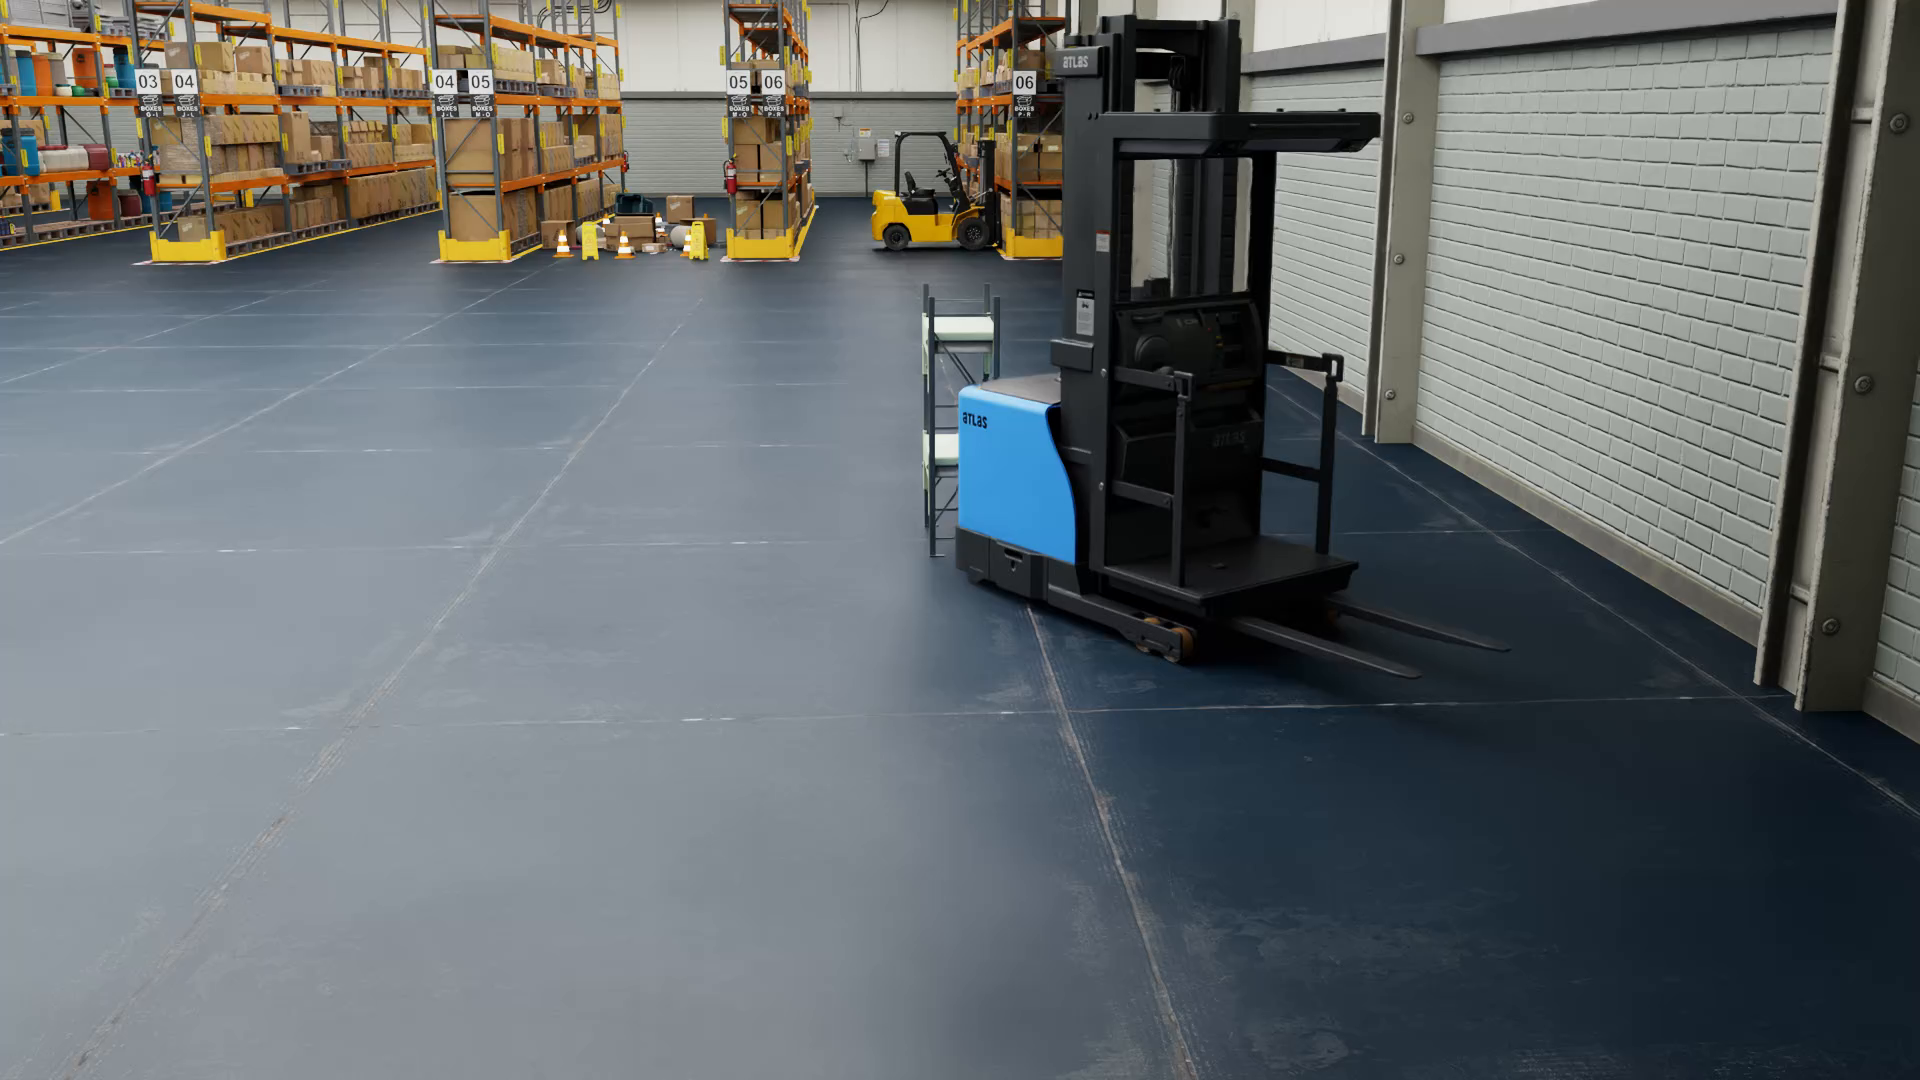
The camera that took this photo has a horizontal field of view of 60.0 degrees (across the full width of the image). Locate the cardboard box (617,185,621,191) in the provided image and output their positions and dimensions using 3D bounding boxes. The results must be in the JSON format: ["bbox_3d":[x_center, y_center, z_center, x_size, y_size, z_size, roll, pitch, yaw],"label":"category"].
[{"bbox_3d":[-9.076,-9.205,43.467,0.380,0.149,0.250,-1,14,-5],"label":"cardboard box"}]

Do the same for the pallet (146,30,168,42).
[{"bbox_3d":[-19.033,-11.640,38.389,1.003,0.211,1.213,-1,14,-3],"label":"pallet"}]

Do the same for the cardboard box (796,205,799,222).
[{"bbox_3d":[-3.913,-6.878,35.168,0.950,0.372,0.625,0,14,-2],"label":"cardboard box"}]

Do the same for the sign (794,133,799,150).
[{"bbox_3d":[-3.244,-7.894,32.952,0.100,0.325,0.005,-1,14,-3],"label":"sign"}]

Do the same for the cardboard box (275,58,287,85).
[{"bbox_3d":[-13.606,-9.136,32.446,0.797,0.503,0.637,-2,15,-6],"label":"cardboard box"}]

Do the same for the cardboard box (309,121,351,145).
[{"bbox_3d":[-13.953,-9.023,36.862,0.797,0.503,0.637,0,14,-2],"label":"cardboard box"}]

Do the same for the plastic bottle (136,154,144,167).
[{"bbox_3d":[-18.657,-8.628,37.788,0.152,0.276,0.135,-1,14,-3],"label":"plastic bottle"}]

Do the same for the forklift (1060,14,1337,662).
[{"bbox_3d":[1.250,-0.982,7.960,1.121,2.935,3.031,-10,18,-35],"label":"forklift"}]

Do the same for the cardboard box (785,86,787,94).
[{"bbox_3d":[-3.234,-7.889,29.151,0.380,0.149,0.250,-1,14,-3],"label":"cardboard box"}]

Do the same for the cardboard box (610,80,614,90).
[{"bbox_3d":[-9.118,-11.605,42.387,0.500,0.250,0.500,-1,14,-3],"label":"cardboard box"}]

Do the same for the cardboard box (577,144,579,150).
[{"bbox_3d":[-8.851,-8.904,37.676,0.380,0.149,0.250,-1,14,-3],"label":"cardboard box"}]

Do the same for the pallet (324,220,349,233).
[{"bbox_3d":[-13.877,-6.762,35.884,1.003,0.211,1.213,-1,14,-3],"label":"pallet"}]

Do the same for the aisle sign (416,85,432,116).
[{"bbox_3d":[-14.124,-11.578,43.788,0.394,0.787,0.004,-1,14,-3],"label":"aisle sign"}]

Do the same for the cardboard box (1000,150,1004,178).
[{"bbox_3d":[1.027,-7.096,31.385,0.500,0.500,0.500,-1,14,-3],"label":"cardboard box"}]

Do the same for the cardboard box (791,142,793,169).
[{"bbox_3d":[-3.434,-7.294,31.557,0.500,0.500,0.500,0,14,-2],"label":"cardboard box"}]

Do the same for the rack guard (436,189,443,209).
[{"bbox_3d":[-14.421,-9.092,44.359,1.175,0.500,0.348,-1,14,-3],"label":"rack guard"}]

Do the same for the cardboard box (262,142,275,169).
[{"bbox_3d":[-13.710,-7.392,31.937,0.875,0.500,0.500,-1,14,-3],"label":"cardboard box"}]

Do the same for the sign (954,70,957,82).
[{"bbox_3d":[-0.116,-12.394,44.405,0.100,0.325,0.005,-1,14,-3],"label":"sign"}]

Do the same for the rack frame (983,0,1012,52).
[{"bbox_3d":[0.918,-11.443,36.440,0.949,2.616,0.053,-1,14,-3],"label":"rack frame"}]

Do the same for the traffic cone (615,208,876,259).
[{"bbox_3d":[-4.470,-7.177,36.993,6.000,0.463,15.777,-1,14,-3],"label":"traffic cone"}]

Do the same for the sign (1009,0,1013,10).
[{"bbox_3d":[1.227,-12.977,40.209,0.100,0.325,0.005,-1,14,-3],"label":"sign"}]

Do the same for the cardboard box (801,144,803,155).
[{"bbox_3d":[-3.849,-8.888,37.847,0.500,0.250,0.500,-1,14,-2],"label":"cardboard box"}]

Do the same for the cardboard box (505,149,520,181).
[{"bbox_3d":[-8.505,-6.810,30.175,0.875,0.550,0.550,-1,14,-3],"label":"cardboard box"}]

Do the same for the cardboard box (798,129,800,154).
[{"bbox_3d":[-3.576,-8.230,34.351,0.500,0.500,0.500,-1,14,-4],"label":"cardboard box"}]

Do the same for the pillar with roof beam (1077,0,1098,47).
[{"bbox_3d":[-2.024,-9.574,29.176,9.100,9.000,0.400,-1,14,-3],"label":"pillar with roof beam"}]

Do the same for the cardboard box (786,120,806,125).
[{"bbox_3d":[-4.068,-10.109,41.090,0.500,0.500,0.500,-1,14,-3],"label":"cardboard box"}]

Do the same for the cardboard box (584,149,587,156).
[{"bbox_3d":[-8.909,-9.015,38.706,0.380,0.149,0.250,0,14,-1],"label":"cardboard box"}]

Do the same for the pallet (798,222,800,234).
[{"bbox_3d":[-3.913,-6.612,35.302,1.003,0.211,1.213,-1,14,-3],"label":"pallet"}]

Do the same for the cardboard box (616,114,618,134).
[{"bbox_3d":[-9.155,-10.788,43.133,0.500,0.500,0.500,-1,14,-5],"label":"cardboard box"}]

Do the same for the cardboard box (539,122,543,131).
[{"bbox_3d":[-8.790,-8.147,33.465,0.700,0.500,0.500,-1,14,-4],"label":"cardboard box"}]

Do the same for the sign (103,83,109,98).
[{"bbox_3d":[-18.319,-9.643,35.673,0.100,0.325,0.005,-1,14,-3],"label":"sign"}]

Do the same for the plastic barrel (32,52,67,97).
[{"bbox_3d":[-19.033,-9.718,34.751,0.600,0.901,0.600,0,14,0],"label":"plastic barrel"}]

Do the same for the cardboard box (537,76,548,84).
[{"bbox_3d":[-8.547,-9.299,33.588,0.380,0.149,0.250,-1,14,-3],"label":"cardboard box"}]

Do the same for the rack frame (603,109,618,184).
[{"bbox_3d":[-9.466,-10.348,44.224,0.949,2.616,0.053,-1,14,-3],"label":"rack frame"}]

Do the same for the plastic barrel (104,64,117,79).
[{"bbox_3d":[-19.128,-10.391,37.256,0.433,0.535,0.433,0,14,0],"label":"plastic barrel"}]

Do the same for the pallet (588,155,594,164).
[{"bbox_3d":[-9.313,-9.068,39.634,1.003,0.211,1.213,-1,14,-3],"label":"pallet"}]

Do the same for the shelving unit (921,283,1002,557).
[{"bbox_3d":[0.000,-0.725,9.833,0.431,1.500,0.755,-1,14,-3],"label":"shelving unit"}]

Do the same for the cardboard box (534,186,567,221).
[{"bbox_3d":[-8.962,-7.102,35.281,1.050,0.750,0.750,-1,14,-3],"label":"cardboard box"}]

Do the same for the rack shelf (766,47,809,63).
[{"bbox_3d":[-4.405,-12.315,42.078,1.077,0.370,4.000,-1,14,-3],"label":"rack shelf"}]

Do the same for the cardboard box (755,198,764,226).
[{"bbox_3d":[-3.883,-6.030,30.613,0.500,0.500,0.500,0,14,-1],"label":"cardboard box"}]

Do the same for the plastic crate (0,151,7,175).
[{"bbox_3d":[-18.955,-7.382,32.570,0.402,0.464,0.583,-1,14,-3],"label":"plastic crate"}]

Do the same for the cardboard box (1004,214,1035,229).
[{"bbox_3d":[1.075,-5.778,30.135,0.500,0.250,0.500,-1,14,-4],"label":"cardboard box"}]

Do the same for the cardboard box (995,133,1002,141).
[{"bbox_3d":[0.893,-7.965,32.865,0.380,0.149,0.250,-1,14,-2],"label":"cardboard box"}]

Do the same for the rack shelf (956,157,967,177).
[{"bbox_3d":[0.549,-9.681,43.077,1.077,0.370,4.000,-1,14,-3],"label":"rack shelf"}]

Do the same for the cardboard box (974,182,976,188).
[{"bbox_3d":[0.552,-8.614,40.359,0.380,0.149,0.250,-2,15,-6],"label":"cardboard box"}]

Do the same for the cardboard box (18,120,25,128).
[{"bbox_3d":[-23.936,-10.316,41.894,0.500,0.500,0.500,0,14,-2],"label":"cardboard box"}]

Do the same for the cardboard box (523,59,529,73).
[{"bbox_3d":[-8.401,-8.895,31.219,0.500,0.250,0.500,-1,14,-4],"label":"cardboard box"}]

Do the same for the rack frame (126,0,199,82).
[{"bbox_3d":[-13.428,-9.223,27.811,1.000,3.000,0.127,-1,14,-3],"label":"rack frame"}]

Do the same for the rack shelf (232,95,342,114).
[{"bbox_3d":[-13.800,-8.914,34.074,1.077,0.370,4.000,-1,14,-3],"label":"rack shelf"}]

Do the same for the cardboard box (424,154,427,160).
[{"bbox_3d":[-14.022,-9.902,42.995,0.380,0.149,0.250,-1,14,-2],"label":"cardboard box"}]

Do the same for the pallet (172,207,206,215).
[{"bbox_3d":[-19.199,-8.057,40.917,1.003,0.211,1.213,-1,14,-3],"label":"pallet"}]

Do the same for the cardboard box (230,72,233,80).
[{"bbox_3d":[-13.323,-8.348,29.932,0.380,0.149,0.250,-1,14,-4],"label":"cardboard box"}]

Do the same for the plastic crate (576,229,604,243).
[{"bbox_3d":[-7.401,-6.006,32.879,0.450,0.188,0.662,-4,11,28],"label":"plastic crate"}]
